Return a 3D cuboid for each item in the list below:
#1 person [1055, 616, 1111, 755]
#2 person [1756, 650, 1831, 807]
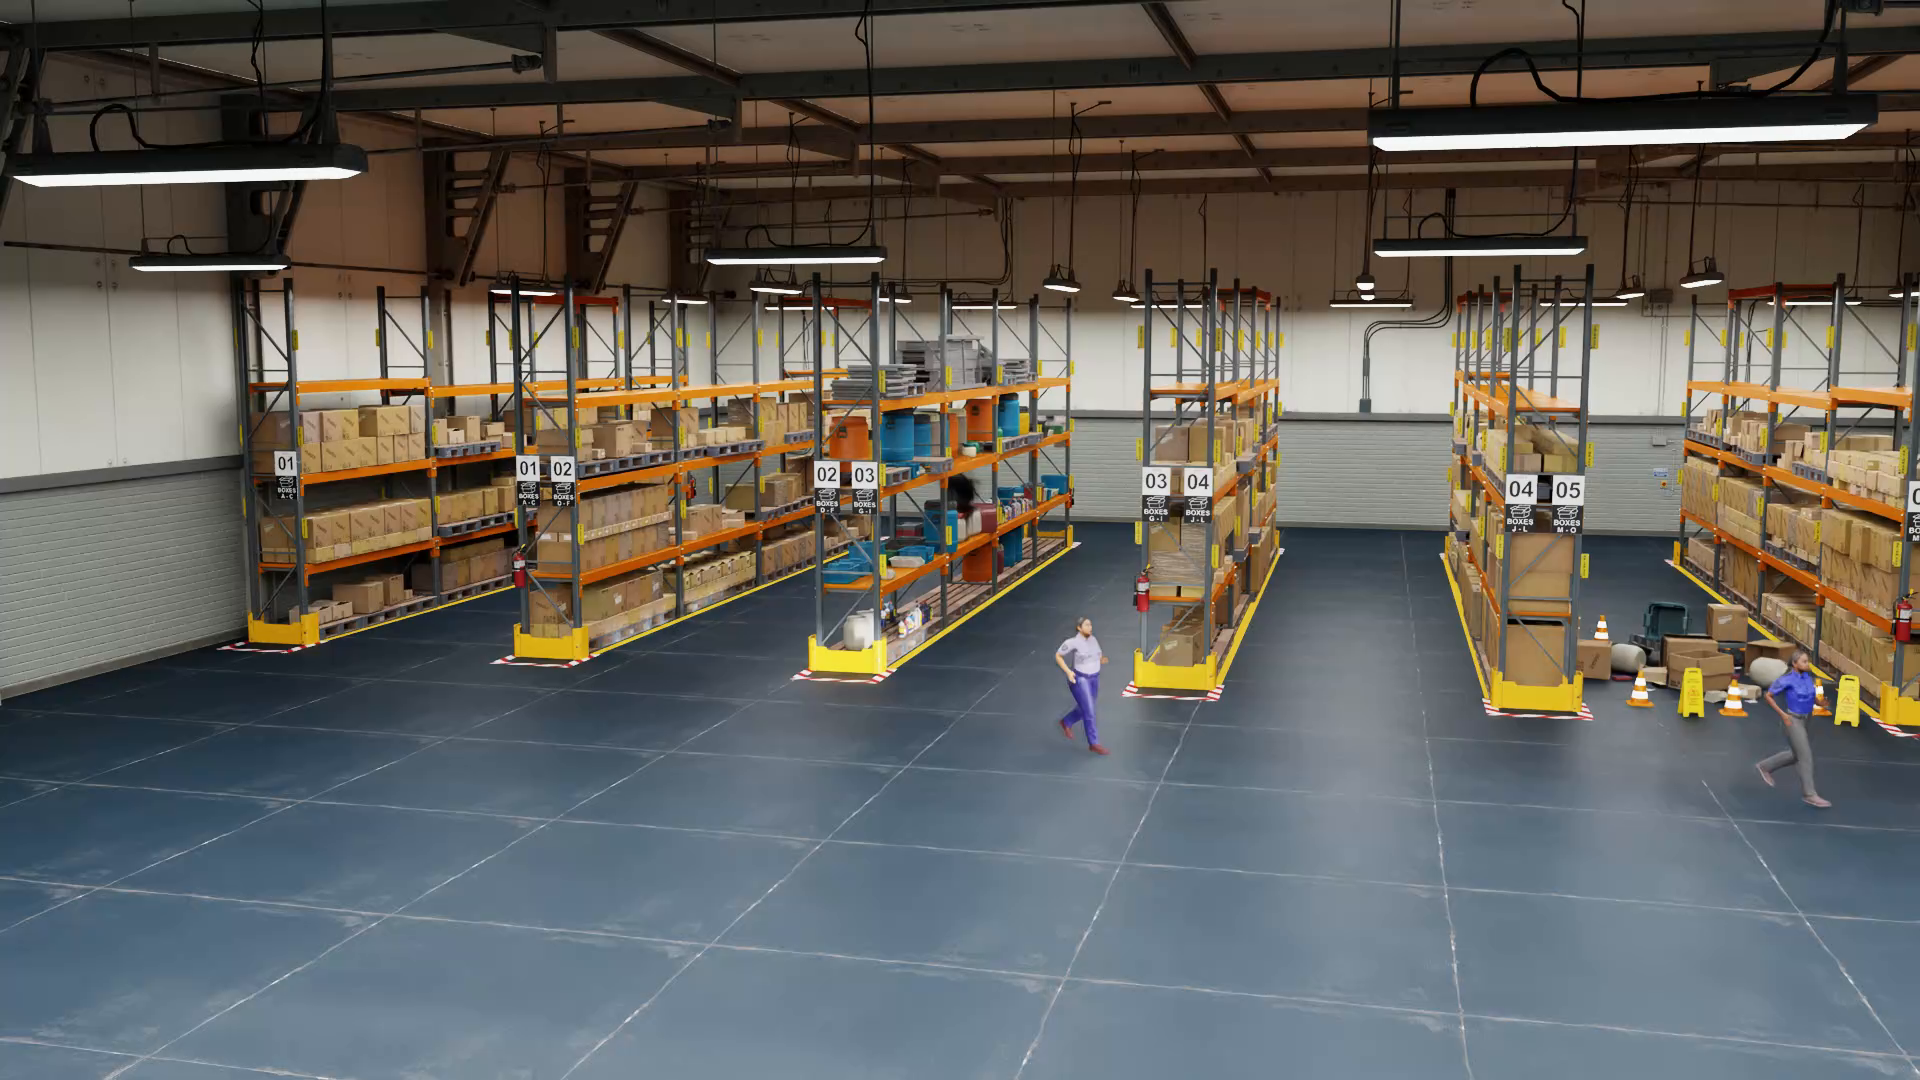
[{"bbox_3d":[1.512,1.747,20.344,0.940,1.616,0.610,7,10,44],"label":"person"},{"bbox_3d":[9.094,2.012,18.091,0.583,1.633,0.904,-4,8,-33],"label":"person"}]
